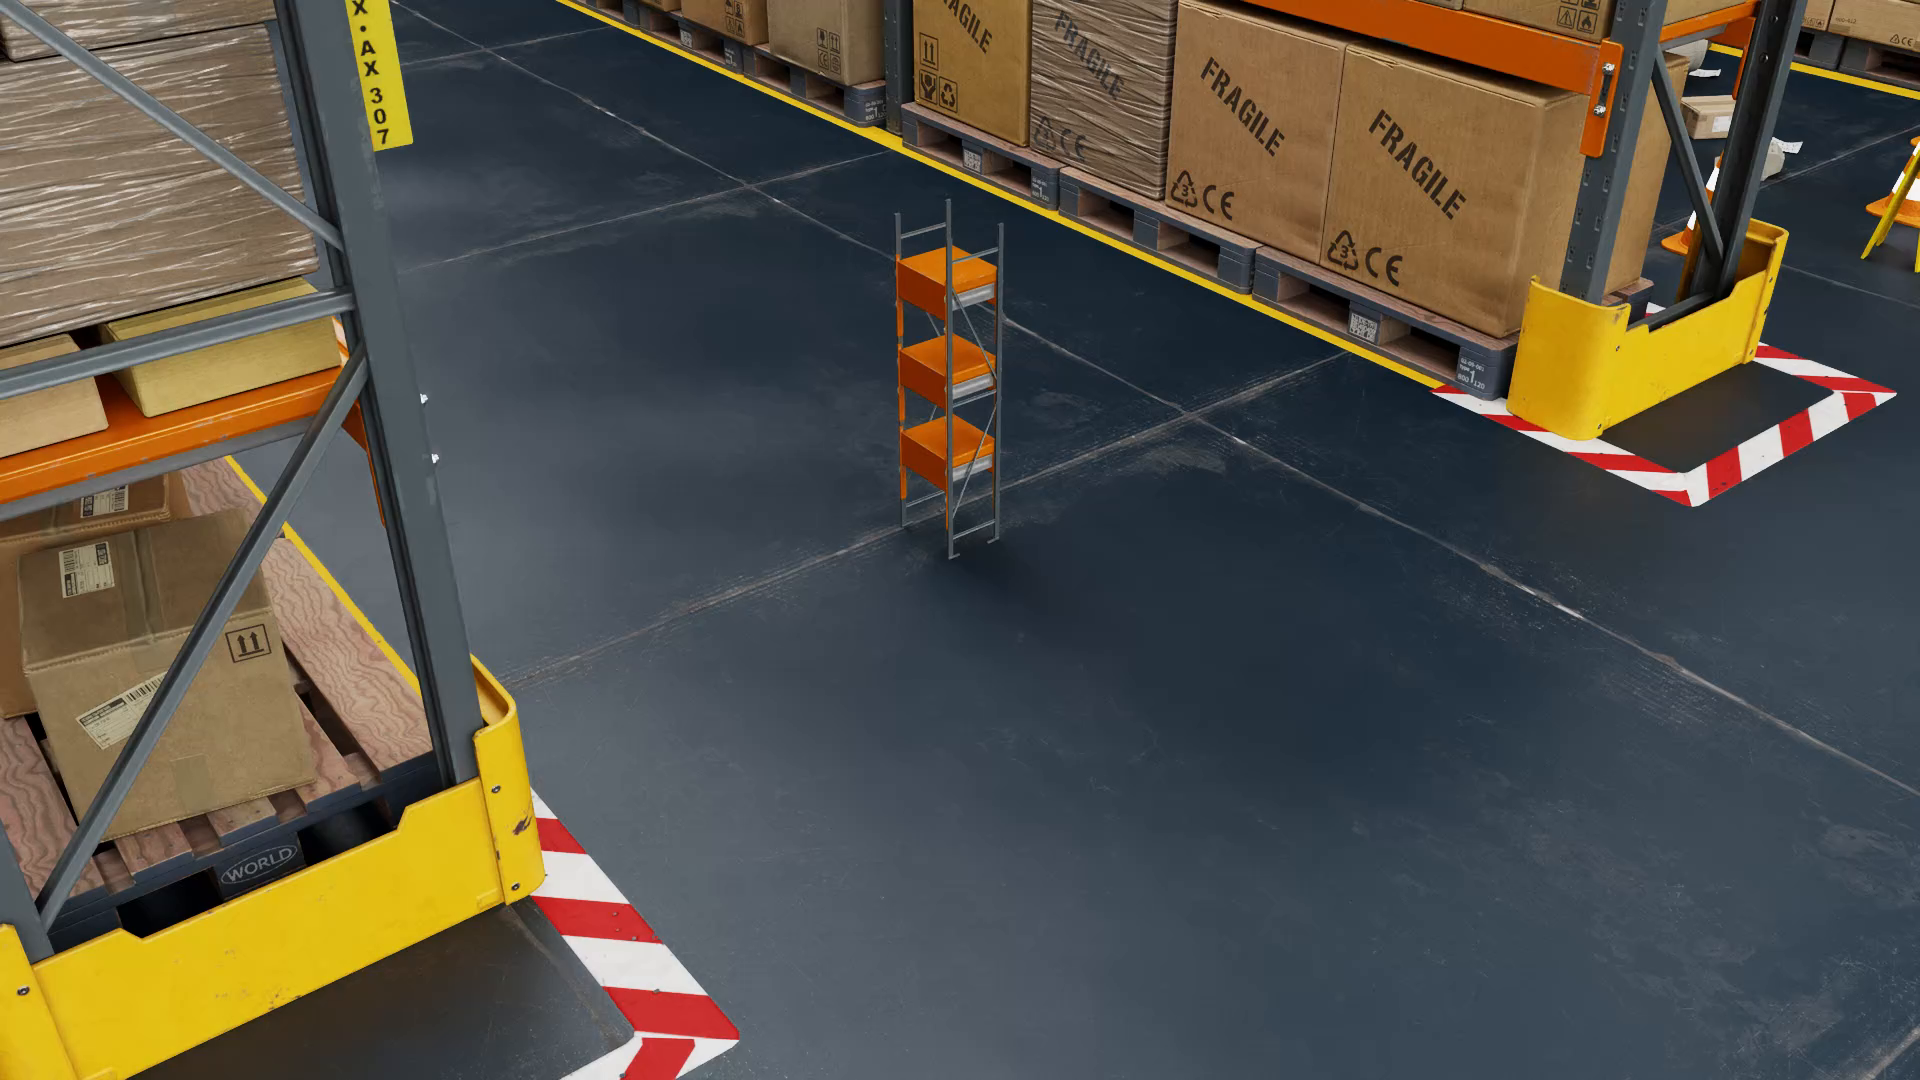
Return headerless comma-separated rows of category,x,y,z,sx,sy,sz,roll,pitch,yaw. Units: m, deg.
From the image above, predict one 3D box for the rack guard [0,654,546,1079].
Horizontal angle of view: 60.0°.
rack guard,-1.528,0.716,3.623,1.175,0.500,0.348,-22,38,-31

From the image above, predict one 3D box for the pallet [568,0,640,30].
pallet,-1.983,-3.673,10.964,1.003,0.211,1.213,-22,38,-31

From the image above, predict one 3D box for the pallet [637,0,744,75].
pallet,-1.239,-3.165,10.146,1.003,0.211,1.213,-22,38,-31

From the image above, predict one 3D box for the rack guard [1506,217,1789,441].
rack guard,2.514,-0.805,6.072,1.175,0.500,0.348,-22,38,-31

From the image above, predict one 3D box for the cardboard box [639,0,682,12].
cardboard box,-1.566,-3.787,10.239,1.050,0.750,0.750,-22,38,-31

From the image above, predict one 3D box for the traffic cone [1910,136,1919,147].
traffic cone,5.064,-2.204,8.361,0.336,0.463,0.334,-22,38,-31

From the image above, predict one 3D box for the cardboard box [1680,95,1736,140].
cardboard box,3.948,-2.202,8.654,0.380,0.149,0.250,-4,32,-7

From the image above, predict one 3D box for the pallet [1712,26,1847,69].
pallet,5.086,-3.225,10.243,1.003,0.211,1.213,-22,38,-31

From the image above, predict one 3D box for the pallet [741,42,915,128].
pallet,-0.487,-2.656,9.327,1.003,0.211,1.213,-22,38,-31

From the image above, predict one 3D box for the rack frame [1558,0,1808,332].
rack frame,2.499,-1.877,5.428,1.000,3.000,0.127,-22,38,-31

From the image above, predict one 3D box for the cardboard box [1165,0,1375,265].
cardboard box,1.490,-1.780,6.888,0.875,0.875,0.875,-23,39,-32

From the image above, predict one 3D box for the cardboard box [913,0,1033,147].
cardboard box,0.377,-2.535,8.104,0.875,0.875,0.875,-22,38,-31

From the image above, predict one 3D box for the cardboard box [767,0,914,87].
cardboard box,-0.406,-2.996,8.965,1.050,0.750,0.750,-22,38,-32

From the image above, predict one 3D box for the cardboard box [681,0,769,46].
cardboard box,-0.994,-3.399,9.614,1.050,0.750,0.750,-22,38,-31

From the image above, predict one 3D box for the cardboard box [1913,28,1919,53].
cardboard box,5.624,-2.790,9.108,0.500,0.250,0.500,-22,38,-32

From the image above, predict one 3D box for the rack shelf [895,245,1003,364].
rack shelf,-0.033,-0.700,4.865,0.215,0.259,0.240,-22,38,-31

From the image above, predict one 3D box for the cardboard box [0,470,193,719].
cardboard box,-2.244,0.066,4.272,0.500,0.500,0.500,-12,34,-19

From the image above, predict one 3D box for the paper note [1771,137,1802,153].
paper note,4.195,-2.009,8.456,0.142,0.019,0.148,18,36,27

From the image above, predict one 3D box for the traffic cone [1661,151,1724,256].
traffic cone,3.295,-1.480,7.194,0.336,0.463,0.334,-22,38,-31

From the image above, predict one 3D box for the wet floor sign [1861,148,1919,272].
wet floor sign,4.081,-1.505,7.062,0.232,0.644,0.267,26,40,35

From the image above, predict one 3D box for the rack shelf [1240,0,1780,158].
rack shelf,1.273,-2.405,6.960,1.077,0.370,4.000,-22,38,-31

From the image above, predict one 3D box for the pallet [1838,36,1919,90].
pallet,5.830,-2.717,9.425,1.003,0.211,1.213,-22,38,-31

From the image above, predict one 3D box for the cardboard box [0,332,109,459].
cardboard box,-1.819,-0.259,3.062,0.380,0.149,0.250,-22,38,-31

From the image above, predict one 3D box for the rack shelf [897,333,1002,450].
rack shelf,-0.033,-0.459,5.014,0.215,0.259,0.240,-22,38,-31

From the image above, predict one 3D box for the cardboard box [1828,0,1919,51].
cardboard box,5.328,-2.999,9.443,0.500,0.250,0.500,-22,38,-31

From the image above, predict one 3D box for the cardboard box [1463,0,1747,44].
cardboard box,2.236,-2.080,5.614,0.875,0.550,0.550,-22,38,-31

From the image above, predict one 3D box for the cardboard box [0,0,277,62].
cardboard box,-1.603,-1.225,3.055,0.500,0.500,0.500,-22,38,-31

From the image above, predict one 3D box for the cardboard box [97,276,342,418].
cardboard box,-1.467,-0.403,3.294,0.380,0.149,0.250,-22,38,-31

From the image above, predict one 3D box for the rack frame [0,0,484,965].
rack frame,-1.481,-0.314,2.912,1.000,3.000,0.127,-22,38,-31

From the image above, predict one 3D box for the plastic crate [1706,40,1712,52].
plastic crate,4.209,-3.027,10.049,0.583,0.080,0.402,18,36,27

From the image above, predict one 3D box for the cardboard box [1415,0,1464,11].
cardboard box,1.881,-2.302,5.972,0.875,0.550,0.550,-22,38,-31

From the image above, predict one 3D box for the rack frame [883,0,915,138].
rack frame,0.046,-3.544,8.113,1.000,3.000,0.127,-22,38,-31

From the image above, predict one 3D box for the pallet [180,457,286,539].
pallet,-2.742,-0.019,5.081,1.003,0.211,1.213,-22,38,-31

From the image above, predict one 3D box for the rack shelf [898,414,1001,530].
rack shelf,-0.033,-0.223,5.161,0.215,0.259,0.240,-22,38,-31

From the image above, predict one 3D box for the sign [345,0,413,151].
sign,-1.052,-0.857,2.967,0.100,0.325,0.005,-22,38,-31

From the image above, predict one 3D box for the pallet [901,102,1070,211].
pallet,0.451,-2.017,8.297,1.003,0.211,1.213,-22,38,-31

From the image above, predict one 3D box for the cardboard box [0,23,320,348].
cardboard box,-1.797,-0.721,3.191,0.875,0.500,0.500,-22,38,-31

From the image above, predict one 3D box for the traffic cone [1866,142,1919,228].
traffic cone,4.396,-1.704,7.554,0.336,0.463,0.334,-22,38,-31

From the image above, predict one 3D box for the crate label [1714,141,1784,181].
crate label,3.865,-1.873,8.135,0.298,0.136,0.250,12,34,19

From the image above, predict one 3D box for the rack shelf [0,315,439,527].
rack shelf,-2.707,-0.842,4.444,1.077,0.370,4.000,-22,38,-31

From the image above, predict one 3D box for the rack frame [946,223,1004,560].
rack frame,0.042,-0.417,4.927,0.200,1.050,0.008,-22,38,-31

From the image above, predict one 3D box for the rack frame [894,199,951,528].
rack frame,-0.108,-0.519,5.091,0.200,1.050,0.008,-22,38,-31

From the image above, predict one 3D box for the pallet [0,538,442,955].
pallet,-1.998,0.489,4.263,1.003,0.211,1.213,-22,38,-31

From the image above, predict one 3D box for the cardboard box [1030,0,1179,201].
cardboard box,0.932,-2.160,7.501,0.875,0.875,0.875,-22,38,-31

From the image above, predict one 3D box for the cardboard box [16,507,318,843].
cardboard box,-1.851,0.304,3.889,0.500,0.500,0.500,-15,35,-23

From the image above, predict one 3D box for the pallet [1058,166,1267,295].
pallet,1.203,-1.508,7.478,1.003,0.211,1.213,-22,38,-31

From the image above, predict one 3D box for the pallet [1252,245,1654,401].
pallet,1.947,-1.000,6.660,1.003,0.211,1.213,-22,38,-31

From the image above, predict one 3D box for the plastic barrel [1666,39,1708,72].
plastic barrel,3.885,-2.797,9.352,0.512,0.421,0.421,1,32,2

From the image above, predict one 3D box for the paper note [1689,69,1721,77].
paper note,4.279,-2.688,9.549,0.148,0.019,0.142,18,36,27

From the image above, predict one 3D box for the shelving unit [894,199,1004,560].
shelving unit,-0.033,-0.468,5.009,0.215,1.050,0.252,-22,38,-31

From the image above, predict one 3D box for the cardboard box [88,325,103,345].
cardboard box,-1.606,-0.514,3.472,0.380,0.149,0.250,-22,38,-31

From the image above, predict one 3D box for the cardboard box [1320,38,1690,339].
cardboard box,2.031,-1.414,6.299,0.875,0.875,0.875,-22,38,-31

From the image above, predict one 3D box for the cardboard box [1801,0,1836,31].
cardboard box,5.002,-3.215,9.792,0.500,0.250,0.500,-24,39,-33
